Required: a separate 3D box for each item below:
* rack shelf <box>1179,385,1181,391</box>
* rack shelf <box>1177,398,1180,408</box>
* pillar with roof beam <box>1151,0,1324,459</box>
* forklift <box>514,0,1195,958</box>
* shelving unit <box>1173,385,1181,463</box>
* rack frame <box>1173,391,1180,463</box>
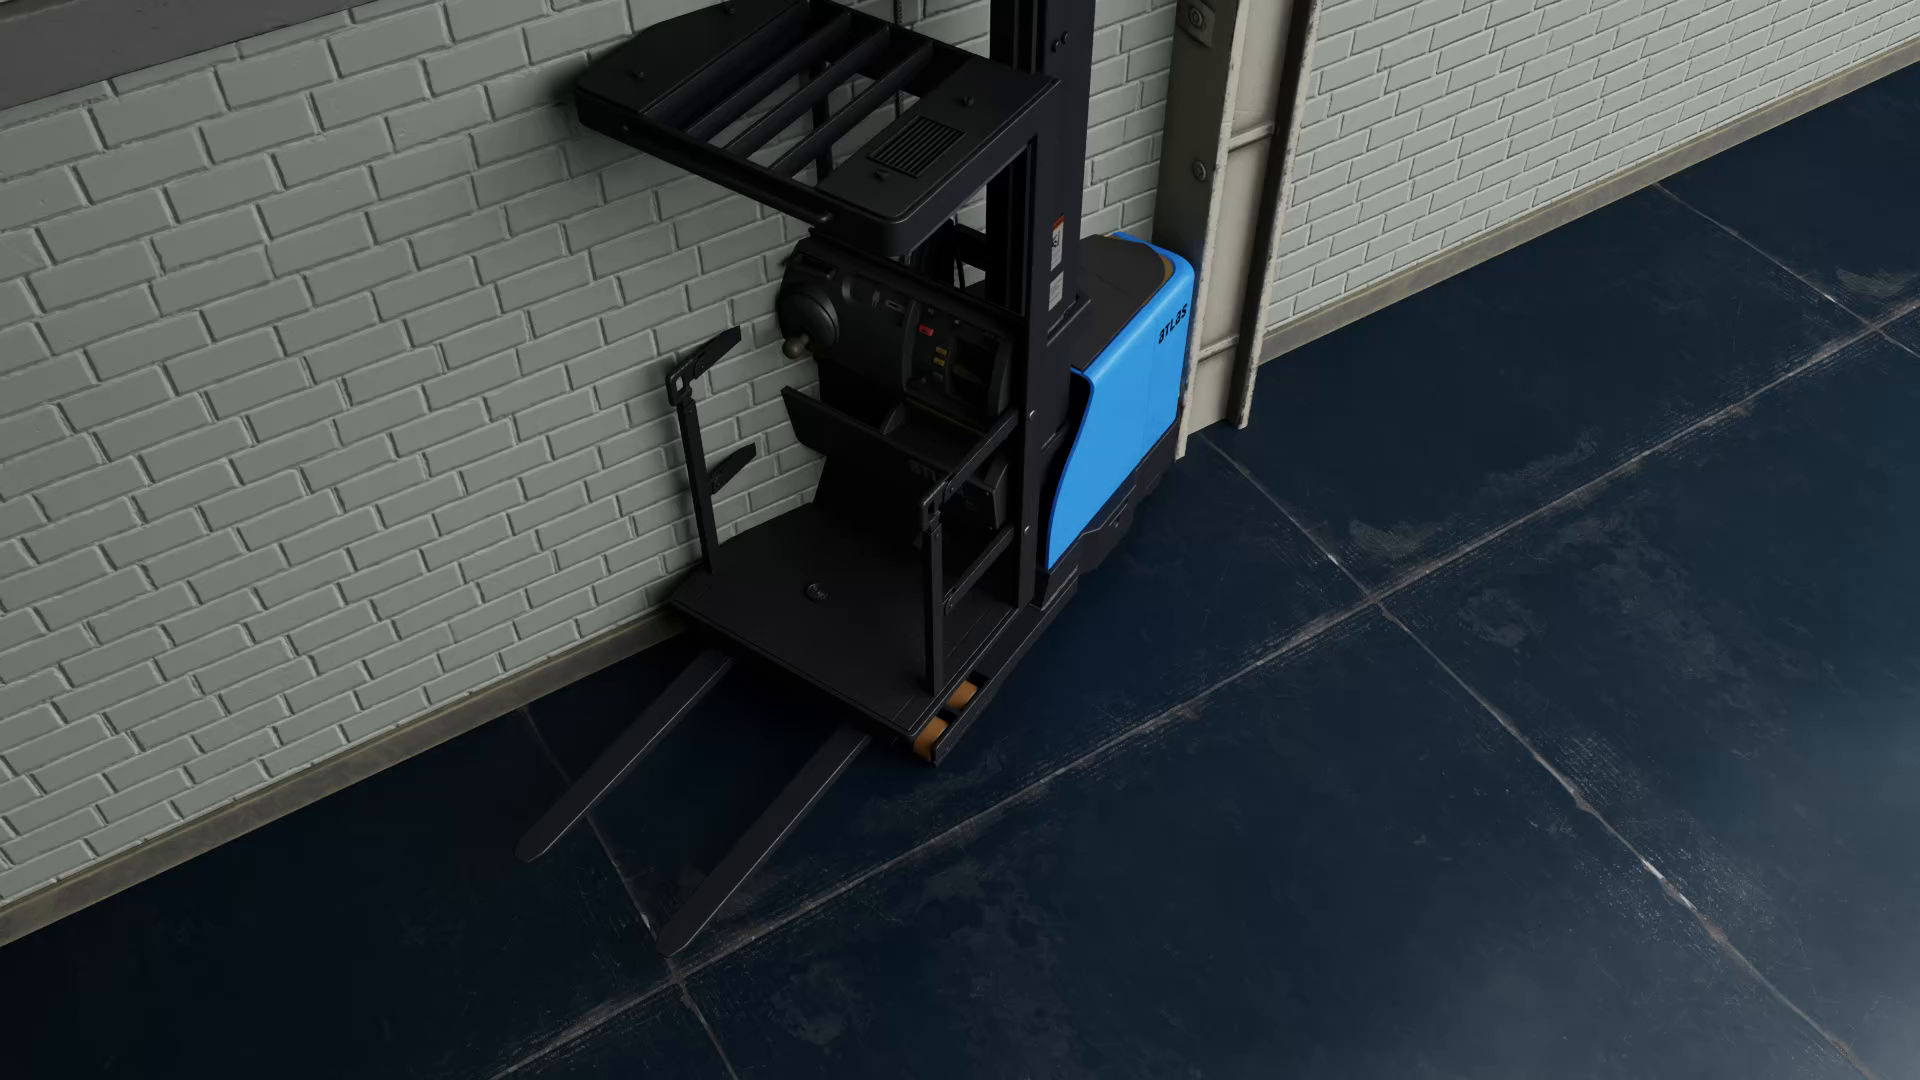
[{"bbox_3d":[0.736,-0.640,6.749,0.200,0.077,0.258,-25,47,-21],"label":"rack shelf"},{"bbox_3d":[0.739,-0.575,6.810,0.200,0.077,0.258,-25,47,-21],"label":"rack shelf"},{"bbox_3d":[3.286,-0.786,1.370,0.400,9.000,9.100,-25,53,-21],"label":"pillar with roof beam"},{"bbox_3d":[-0.349,-0.588,5.256,1.130,2.935,3.031,27,54,22],"label":"forklift"},{"bbox_3d":[0.734,-0.664,6.726,0.210,0.900,0.258,-25,47,-21],"label":"shelving unit"},{"bbox_3d":[0.820,-0.705,6.763,0.006,0.900,0.240,-25,47,-21],"label":"rack frame"}]
